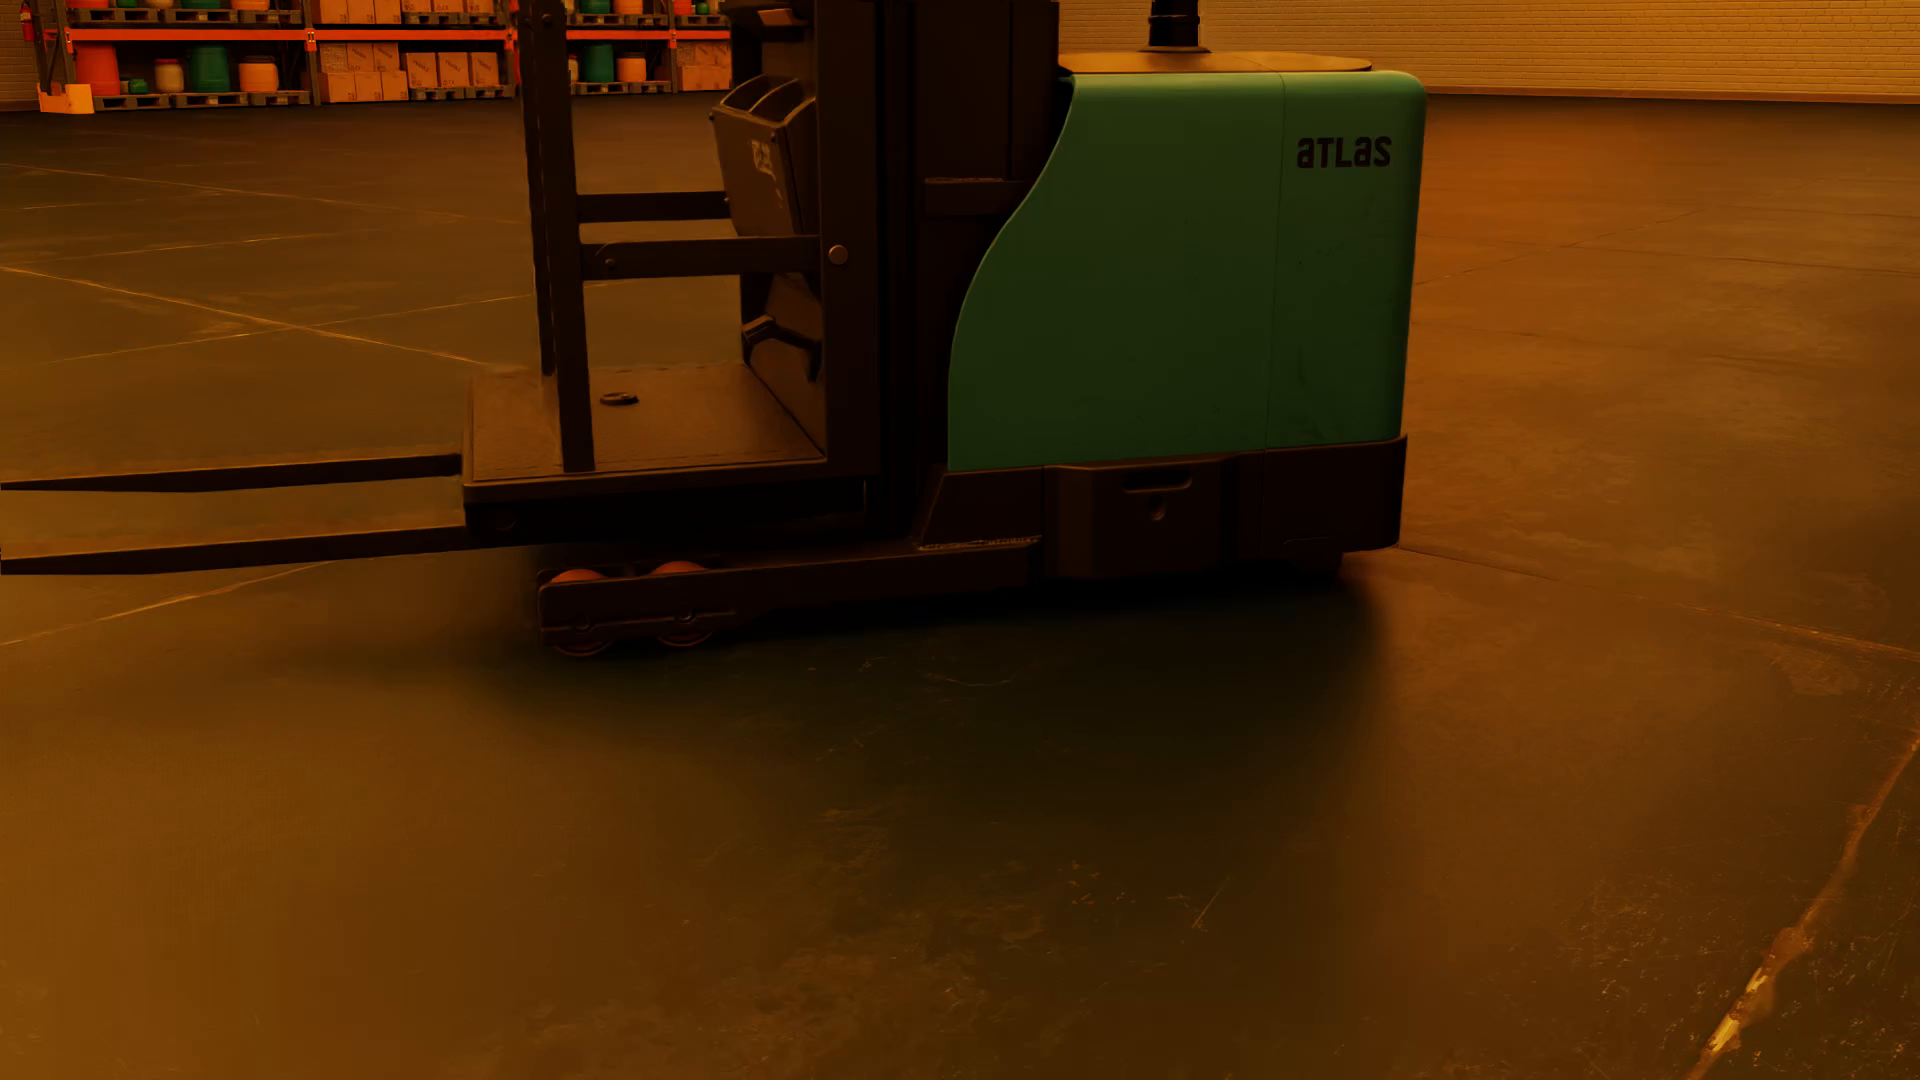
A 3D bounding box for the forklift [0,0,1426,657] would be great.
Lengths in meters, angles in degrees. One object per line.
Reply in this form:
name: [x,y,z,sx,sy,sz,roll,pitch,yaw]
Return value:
forklift: [-0.597,-1.348,3.336,3.031,2.935,1.130,-5,18,-15]
